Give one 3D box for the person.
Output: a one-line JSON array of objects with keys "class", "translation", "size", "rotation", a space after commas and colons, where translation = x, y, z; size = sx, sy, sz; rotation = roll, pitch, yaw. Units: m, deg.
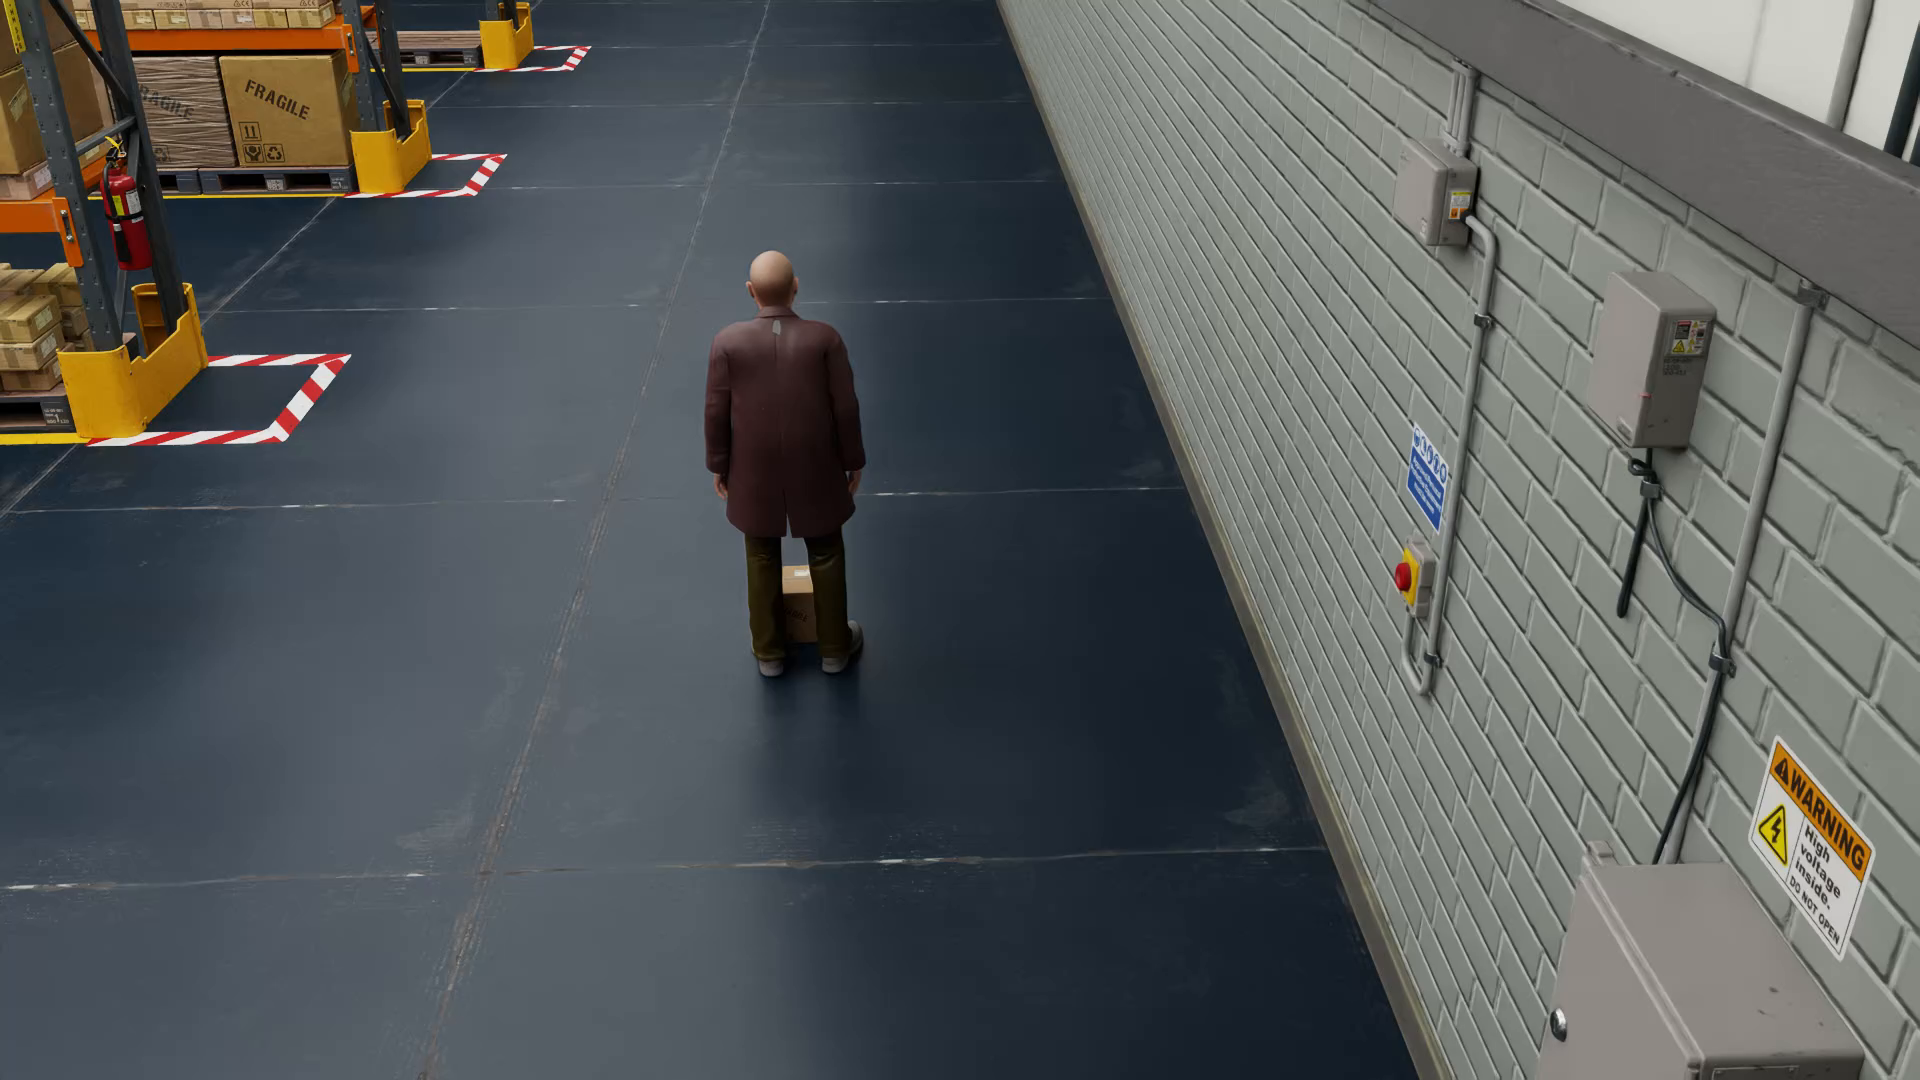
[{"class": "person", "translation": [-0.698, -0.286, 6.691], "size": [0.642, 1.774, 0.422], "rotation": [-1, 27, -3]}]
